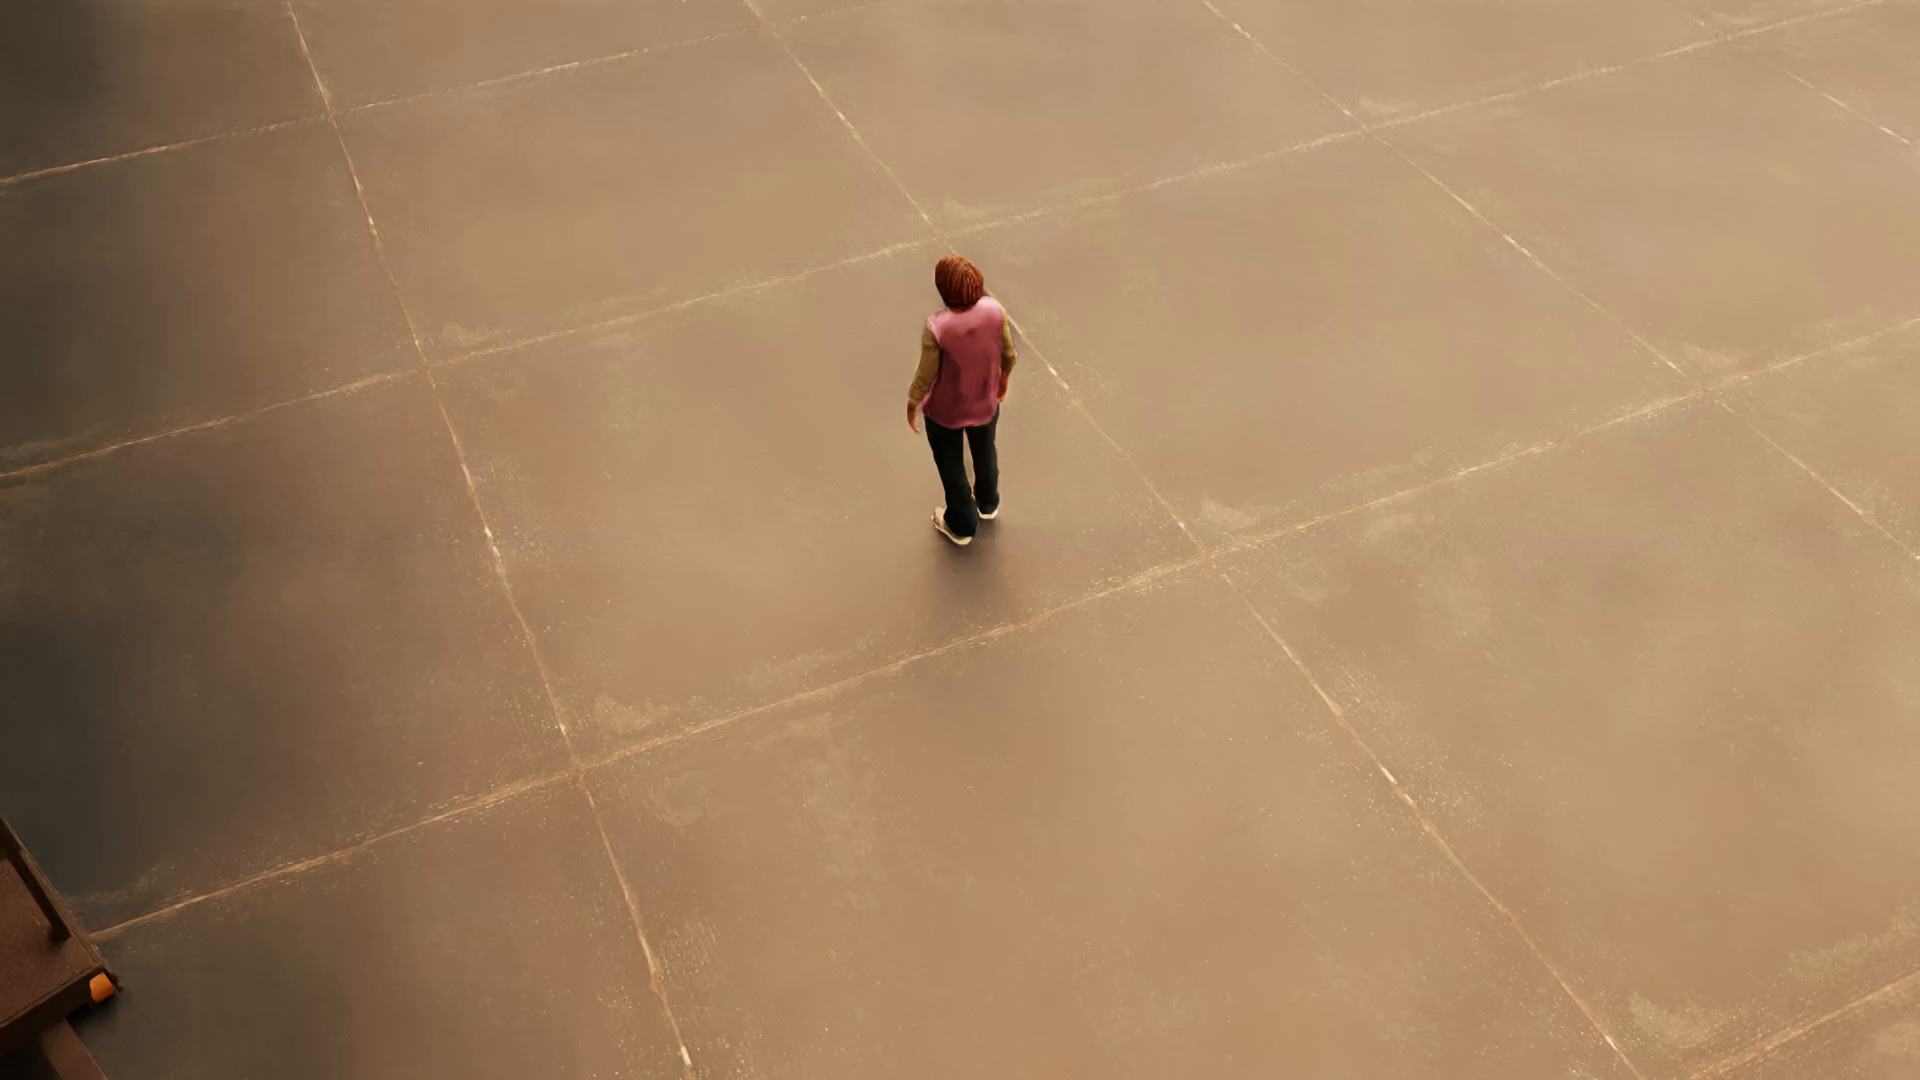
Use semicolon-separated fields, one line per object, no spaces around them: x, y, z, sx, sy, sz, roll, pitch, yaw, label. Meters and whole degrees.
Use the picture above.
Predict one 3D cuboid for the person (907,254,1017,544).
-0.019;-0.619;7.351;0.520;1.543;0.474;-18;46;-18;person
